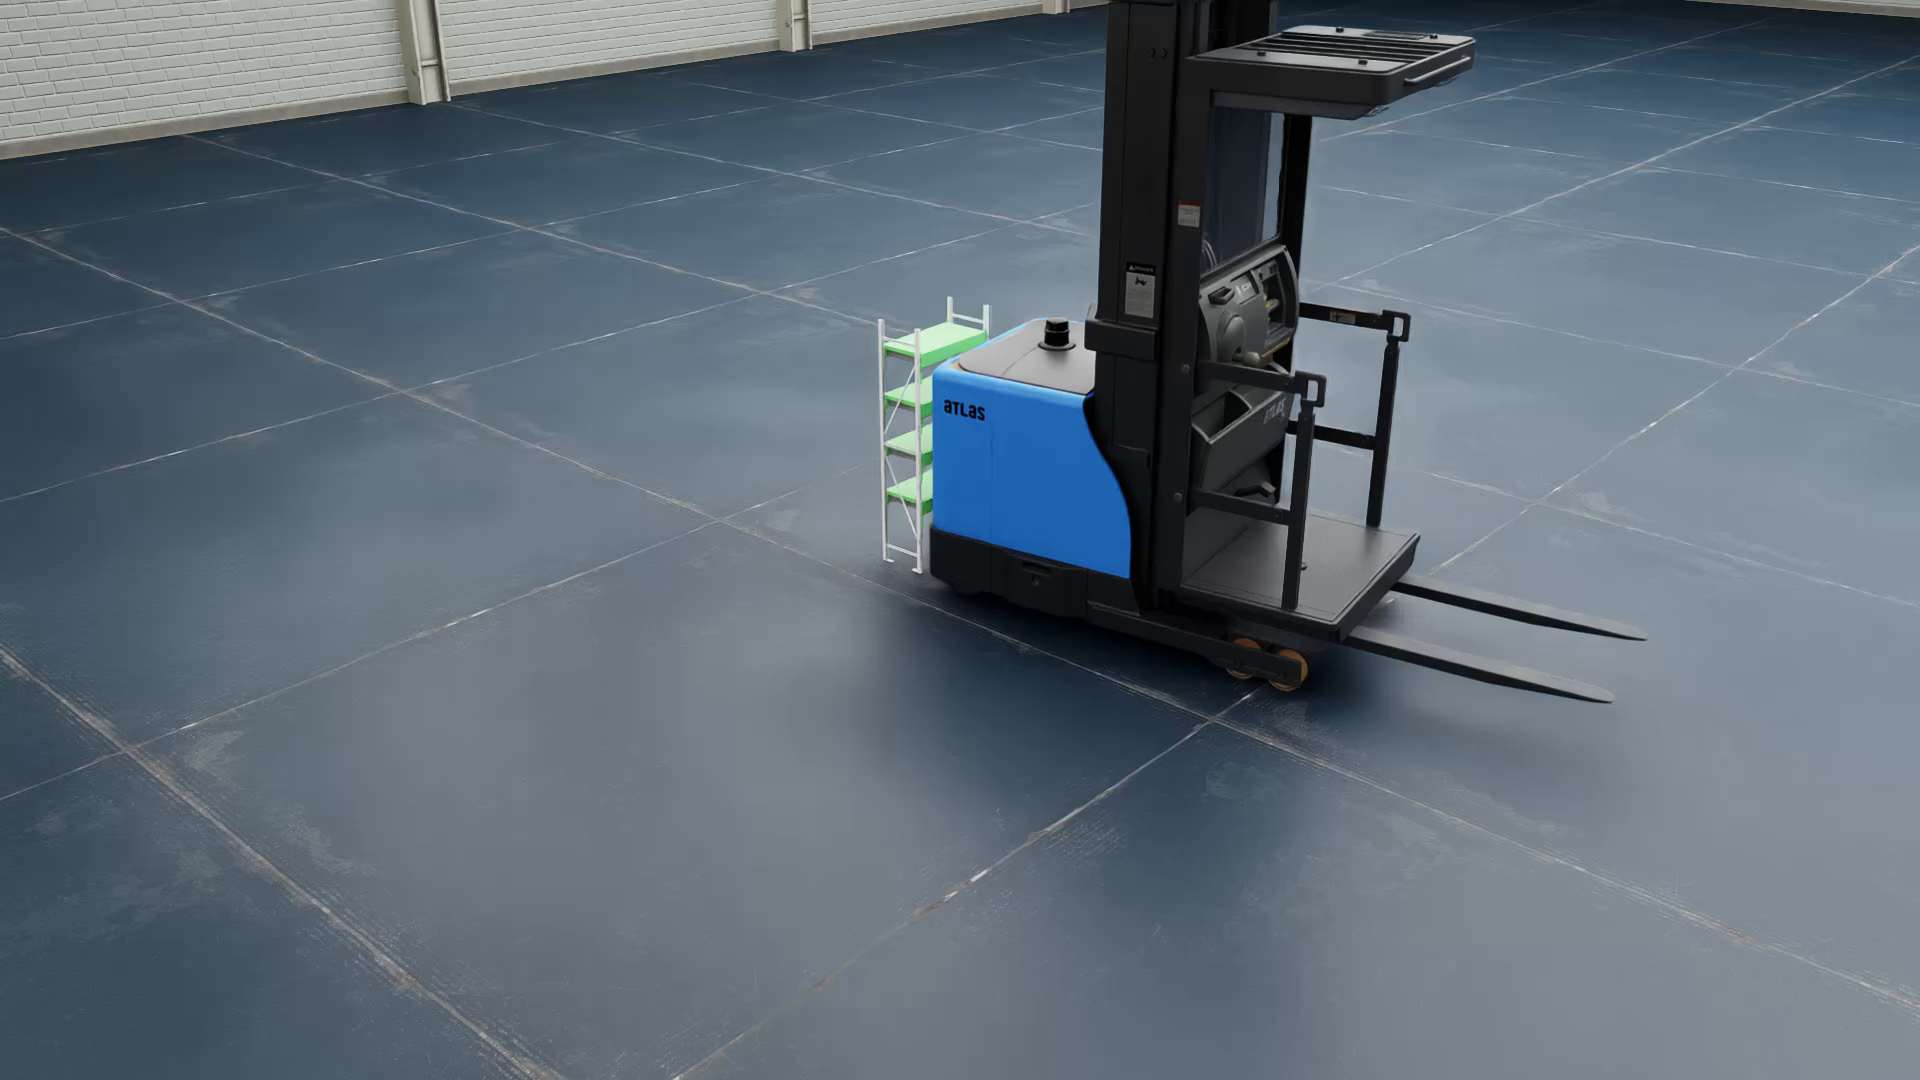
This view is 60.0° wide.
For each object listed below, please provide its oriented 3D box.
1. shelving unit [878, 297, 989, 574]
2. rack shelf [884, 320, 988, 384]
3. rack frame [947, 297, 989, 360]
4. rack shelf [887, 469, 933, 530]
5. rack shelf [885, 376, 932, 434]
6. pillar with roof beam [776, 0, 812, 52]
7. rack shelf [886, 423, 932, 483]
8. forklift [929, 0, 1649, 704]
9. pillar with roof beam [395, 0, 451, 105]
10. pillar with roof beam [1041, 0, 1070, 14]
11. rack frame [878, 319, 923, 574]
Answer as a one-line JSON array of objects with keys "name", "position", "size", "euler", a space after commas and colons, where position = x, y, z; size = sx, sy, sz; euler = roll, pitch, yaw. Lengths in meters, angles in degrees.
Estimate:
[{"name": "shelving unit", "position": [-0.119, -0.498, 7.895], "size": [0.258, 1.200, 0.503], "euler": [19, 30, 36]}, {"name": "rack shelf", "position": [-0.119, -0.878, 7.725], "size": [0.258, 0.148, 0.480], "euler": [19, 30, 36]}, {"name": "rack frame", "position": [0.037, -0.575, 8.066], "size": [0.240, 1.200, 0.015], "euler": [19, 30, 36]}, {"name": "rack shelf", "position": [-0.119, -0.221, 8.019], "size": [0.258, 0.148, 0.480], "euler": [19, 30, 36]}, {"name": "rack shelf", "position": [-0.119, -0.659, 7.823], "size": [0.258, 0.148, 0.480], "euler": [19, 30, 36]}, {"name": "pillar with roof beam", "position": [0.818, -10.049, 19.663], "size": [9.100, 9.000, 0.400], "euler": [20, 31, 38]}, {"name": "rack shelf", "position": [-0.119, -0.440, 7.921], "size": [0.258, 0.148, 0.480], "euler": [19, 30, 36]}, {"name": "forklift", "position": [1.379, -0.963, 6.814], "size": [3.031, 2.935, 1.130], "euler": [15, 28, 29]}, {"name": "pillar with roof beam", "position": [-3.187, -8.221, 15.586], "size": [9.100, 9.000, 0.400], "euler": [20, 31, 38]}, {"name": "pillar with roof beam", "position": [4.822, -11.877, 23.741], "size": [9.100, 9.000, 0.400], "euler": [20, 31, 38]}, {"name": "rack frame", "position": [-0.275, -0.422, 7.724], "size": [0.240, 1.200, 0.015], "euler": [19, 30, 36]}]
